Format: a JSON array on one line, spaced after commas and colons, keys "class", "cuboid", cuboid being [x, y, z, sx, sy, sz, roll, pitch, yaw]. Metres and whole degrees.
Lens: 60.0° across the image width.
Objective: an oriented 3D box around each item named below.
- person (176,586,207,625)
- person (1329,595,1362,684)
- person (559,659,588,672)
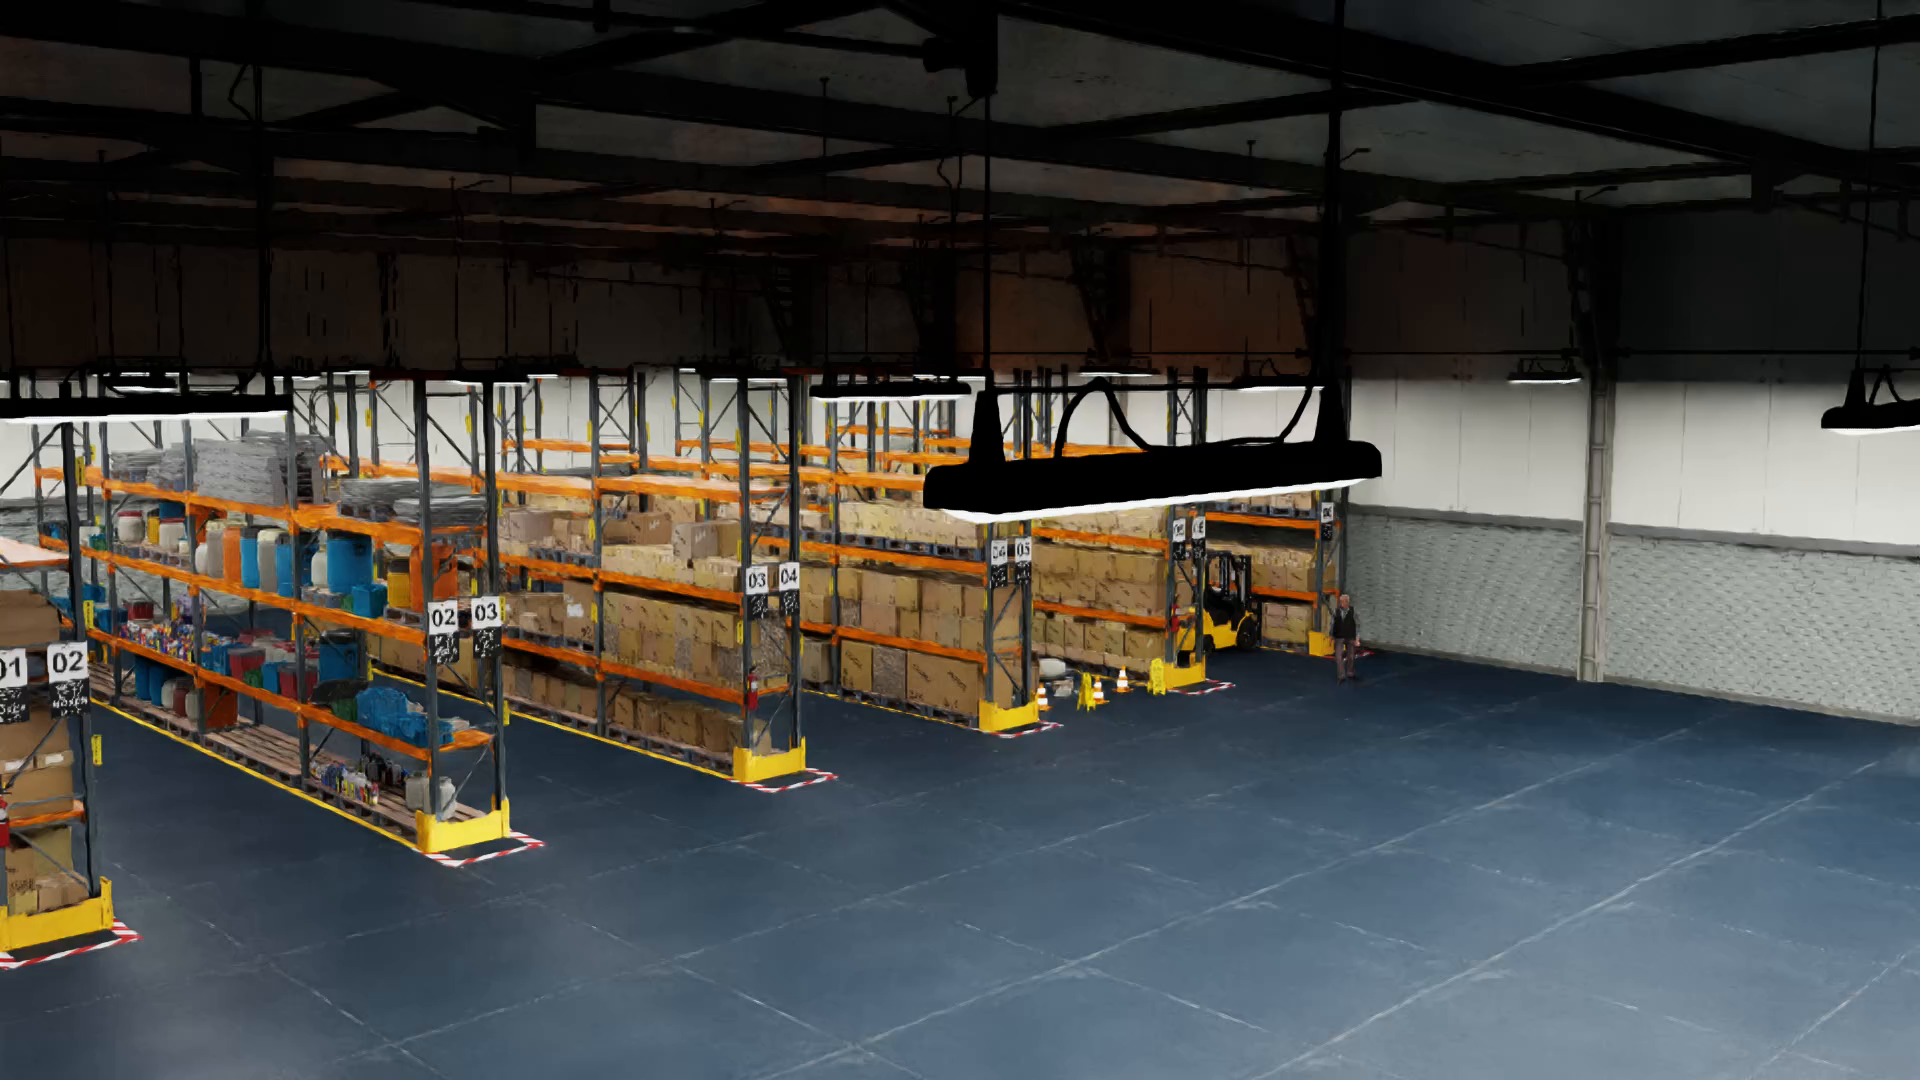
[{"class": "person", "cuboid": [-15.931, 1.662, 34.455, 0.517, 1.596, 0.625, 6, 9, 43]}, {"class": "person", "cuboid": [7.415, 1.887, 31.950, 0.629, 1.713, 0.536, 2, 7, 20]}, {"class": "person", "cuboid": [-7.612, 1.830, 32.396, 0.542, 1.672, 1.126, -6, 9, -41]}]
